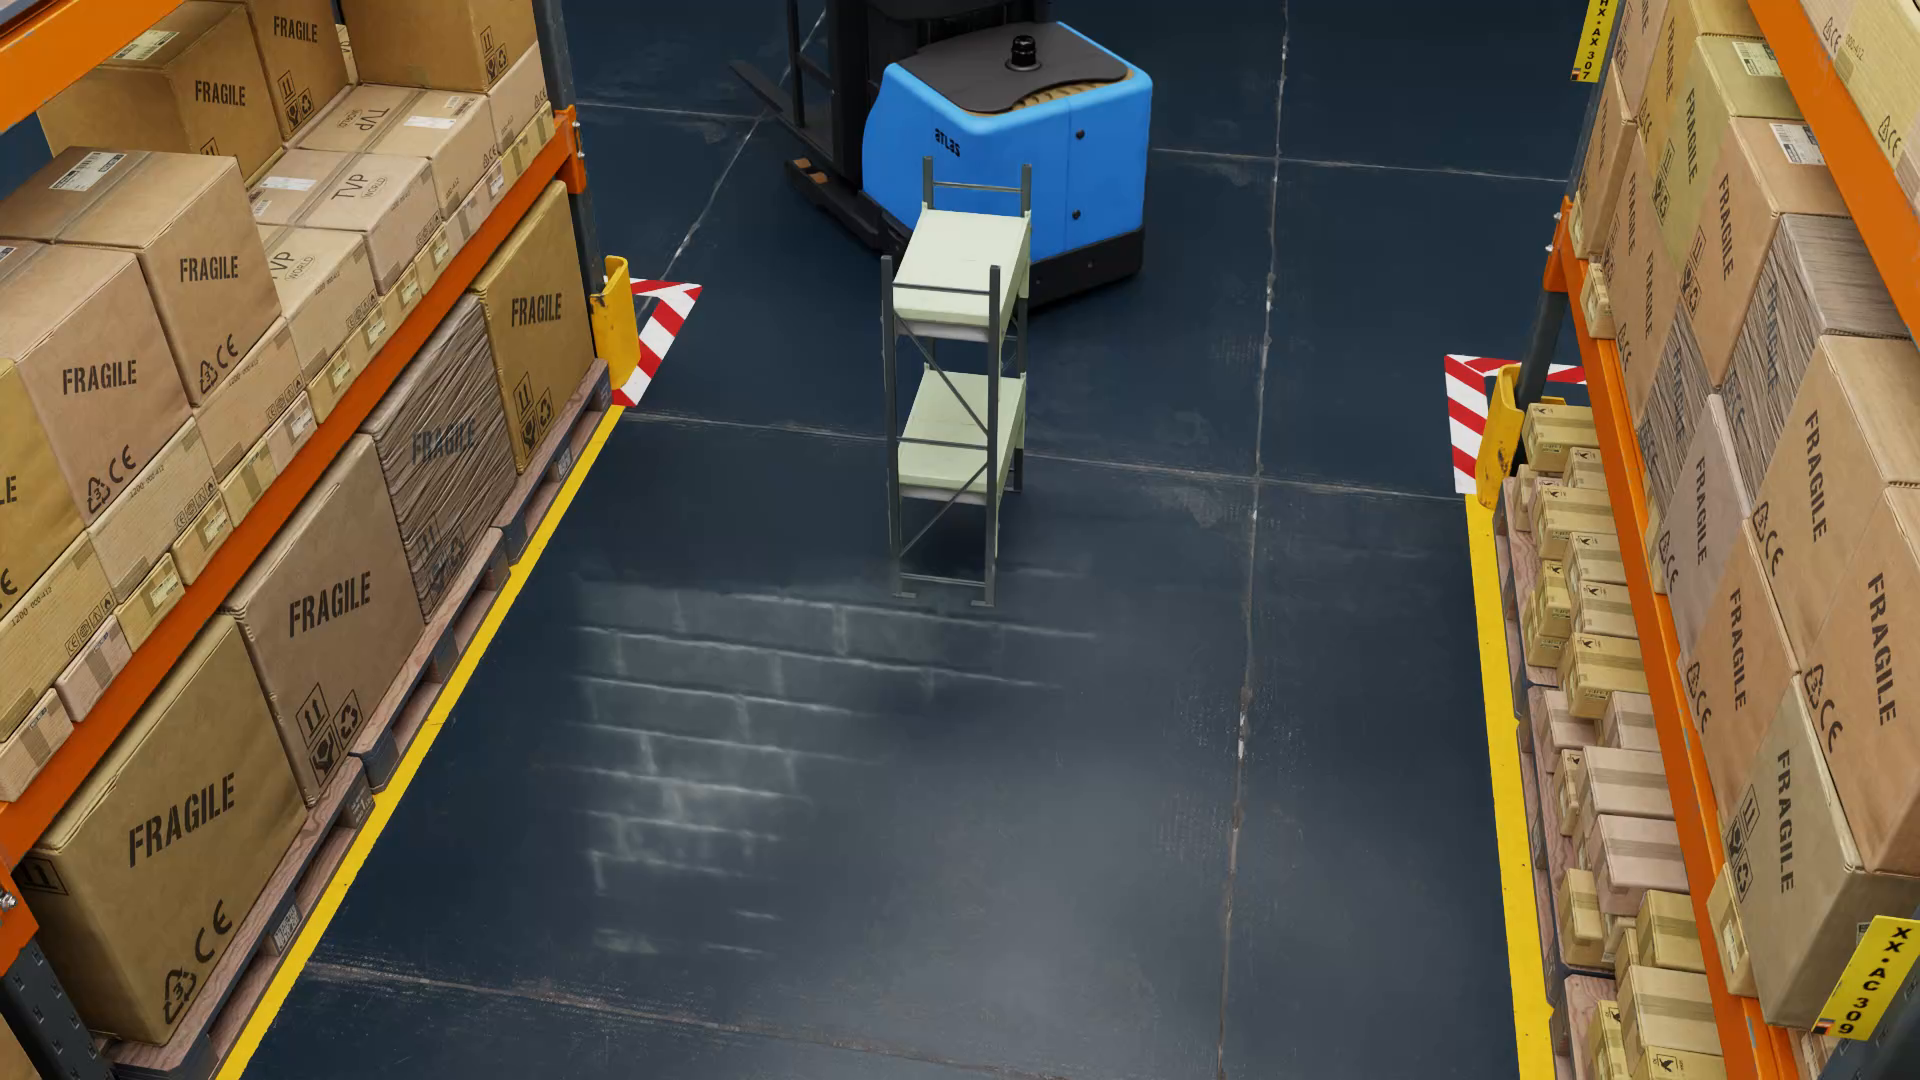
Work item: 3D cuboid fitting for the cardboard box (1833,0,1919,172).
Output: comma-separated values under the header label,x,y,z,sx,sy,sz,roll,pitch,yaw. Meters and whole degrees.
label,x,y,z,sx,sy,sz,roll,pitch,yaw
cardboard box,2.086,-0.933,3.288,0.500,0.250,0.500,6,40,7

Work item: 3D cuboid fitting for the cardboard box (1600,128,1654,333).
label,x,y,z,sx,sy,sz,roll,pitch,yaw
cardboard box,2.357,-0.939,5.220,0.500,0.500,0.500,6,40,8

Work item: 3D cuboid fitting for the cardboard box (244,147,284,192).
label,x,y,z,sx,sy,sz,roll,pitch,yaw
cardboard box,-2.616,-1.130,5.647,0.500,0.250,0.500,5,40,6

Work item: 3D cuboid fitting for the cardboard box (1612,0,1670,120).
label,x,y,z,sx,sy,sz,roll,pitch,yaw
cardboard box,2.435,-1.662,5.310,0.500,0.500,0.500,6,40,7

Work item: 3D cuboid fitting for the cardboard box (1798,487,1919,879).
label,x,y,z,sx,sy,sz,roll,pitch,yaw
cardboard box,1.897,0.271,2.972,0.500,0.500,0.500,5,40,6

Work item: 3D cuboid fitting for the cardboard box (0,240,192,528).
label,x,y,z,sx,sy,sz,roll,pitch,yaw
cardboard box,-2.358,-0.403,4.179,0.500,0.500,0.500,6,40,8

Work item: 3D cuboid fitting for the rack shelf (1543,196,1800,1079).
label,x,y,z,sx,sy,sz,roll,pitch,yaw
rack shelf,2.428,0.156,4.771,1.077,0.370,4.000,6,40,8

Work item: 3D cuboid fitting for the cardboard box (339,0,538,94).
label,x,y,z,sx,sy,sz,roll,pitch,yaw
cardboard box,-1.919,-1.998,6.108,0.500,0.500,0.500,7,40,8

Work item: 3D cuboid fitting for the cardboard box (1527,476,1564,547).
label,x,y,z,sx,sy,sz,roll,pitch,yaw
cardboard box,2.328,-0.088,6.176,0.380,0.149,0.250,6,40,7

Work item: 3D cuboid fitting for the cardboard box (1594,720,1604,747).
label,x,y,z,sx,sy,sz,roll,pitch,yaw
cardboard box,2.263,0.576,5.373,0.380,0.149,0.250,8,40,10

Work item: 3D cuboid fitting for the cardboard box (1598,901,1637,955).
label,x,y,z,sx,sy,sz,roll,pitch,yaw
cardboard box,2.052,1.074,4.772,0.380,0.149,0.250,7,40,9

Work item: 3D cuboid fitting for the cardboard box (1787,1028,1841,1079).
label,x,y,z,sx,sy,sz,roll,pitch,yaw
cardboard box,1.901,1.026,3.352,0.380,0.149,0.250,6,40,7

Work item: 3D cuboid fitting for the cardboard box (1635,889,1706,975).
label,x,y,z,sx,sy,sz,roll,pitch,yaw
cardboard box,2.050,1.114,4.490,0.380,0.149,0.250,8,40,9

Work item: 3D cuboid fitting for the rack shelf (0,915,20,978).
label,x,y,z,sx,sy,sz,roll,pitch,yaw
rack shelf,-3.132,2.056,2.473,1.077,0.370,4.000,6,40,8

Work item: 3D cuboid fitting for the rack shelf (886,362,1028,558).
label,x,y,z,sx,sy,sz,roll,pitch,yaw
rack shelf,-0.001,-0.323,6.475,0.431,0.370,0.720,6,40,8

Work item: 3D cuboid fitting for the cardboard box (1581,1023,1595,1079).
label,x,y,z,sx,sy,sz,roll,pitch,yaw
cardboard box,1.924,1.461,4.537,0.380,0.149,0.250,5,40,6

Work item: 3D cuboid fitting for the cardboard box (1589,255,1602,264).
label,x,y,z,sx,sy,sz,roll,pitch,yaw
cardboard box,2.392,-0.948,5.740,0.380,0.149,0.250,8,40,9

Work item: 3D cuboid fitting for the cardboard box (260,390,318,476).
label,x,y,z,sx,sy,sz,roll,pitch,yaw
cardboard box,-2.183,-0.342,5.006,0.380,0.149,0.250,7,40,8

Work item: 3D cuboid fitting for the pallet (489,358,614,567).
label,x,y,z,sx,sy,sz,roll,pitch,yaw
pallet,-2.155,-0.401,7.070,1.003,0.211,1.213,6,40,8

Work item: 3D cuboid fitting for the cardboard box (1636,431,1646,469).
label,x,y,z,sx,sy,sz,roll,pitch,yaw
cardboard box,2.241,-0.288,4.941,0.380,0.149,0.250,6,40,7

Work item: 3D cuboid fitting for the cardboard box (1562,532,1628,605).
label,x,y,z,sx,sy,sz,roll,pitch,yaw
cardboard box,2.289,0.118,5.694,0.380,0.149,0.250,5,40,5

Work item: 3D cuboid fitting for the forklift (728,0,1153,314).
label,x,y,z,sx,sy,sz,roll,pitch,yaw
forklift,-0.291,-3.074,8.167,1.130,2.935,3.031,-21,44,-24

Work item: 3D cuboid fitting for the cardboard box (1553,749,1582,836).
label,x,y,z,sx,sy,sz,roll,pitch,yaw
cardboard box,2.114,0.827,5.304,0.380,0.149,0.250,6,40,8

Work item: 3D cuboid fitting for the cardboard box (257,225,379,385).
label,x,y,z,sx,sy,sz,roll,pitch,yaw
cardboard box,-2.178,-0.745,5.181,0.500,0.250,0.500,6,40,8

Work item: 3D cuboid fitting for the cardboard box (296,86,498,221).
label,x,y,z,sx,sy,sz,roll,pitch,yaw
cardboard box,-2.004,-1.392,5.963,0.500,0.250,0.500,6,40,7

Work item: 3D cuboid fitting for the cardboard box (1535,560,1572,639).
label,x,y,z,sx,sy,sz,roll,pitch,yaw
cardboard box,2.221,0.225,5.799,0.380,0.149,0.250,8,40,9

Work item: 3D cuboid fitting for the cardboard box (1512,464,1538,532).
label,x,y,z,sx,sy,sz,roll,pitch,yaw
cardboard box,2.368,-0.146,6.480,0.380,0.149,0.250,7,40,9

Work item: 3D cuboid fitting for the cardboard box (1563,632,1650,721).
label,x,y,z,sx,sy,sz,roll,pitch,yaw
cardboard box,2.141,0.451,5.291,0.380,0.149,0.250,7,40,8

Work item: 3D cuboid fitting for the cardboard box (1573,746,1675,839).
label,x,y,z,sx,sy,sz,roll,pitch,yaw
cardboard box,2.041,0.763,4.914,0.380,0.149,0.250,5,40,6

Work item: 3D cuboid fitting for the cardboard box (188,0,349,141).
label,x,y,z,sx,sy,sz,roll,pitch,yaw
cardboard box,-2.529,-1.747,5.805,0.500,0.500,0.500,5,40,7

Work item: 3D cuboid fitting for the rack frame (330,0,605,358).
label,x,y,z,sx,sy,sz,roll,pitch,yaw
rack frame,-2.093,-1.986,6.799,1.000,3.000,0.127,6,40,8

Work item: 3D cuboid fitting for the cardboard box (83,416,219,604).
label,x,y,z,sx,sy,sz,roll,pitch,yaw
cardboard box,-2.355,-0.111,4.414,0.500,0.250,0.500,6,40,7

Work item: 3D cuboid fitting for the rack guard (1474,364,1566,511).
label,x,y,z,sx,sy,sz,roll,pitch,yaw
rack guard,2.761,-0.365,6.799,1.175,0.500,0.348,6,40,8

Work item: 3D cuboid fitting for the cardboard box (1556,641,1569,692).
label,x,y,z,sx,sy,sz,roll,pitch,yaw
cardboard box,2.265,0.503,5.695,0.380,0.149,0.250,6,40,8

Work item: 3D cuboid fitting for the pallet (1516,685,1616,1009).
label,x,y,z,sx,sy,sz,roll,pitch,yaw
pallet,2.372,1.016,5.356,1.003,0.211,1.213,6,40,8

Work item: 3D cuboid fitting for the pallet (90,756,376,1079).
label,x,y,z,sx,sy,sz,roll,pitch,yaw
pallet,-2.577,1.130,5.218,1.003,0.211,1.213,6,40,8

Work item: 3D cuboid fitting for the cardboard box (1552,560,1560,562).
label,x,y,z,sx,sy,sz,roll,pitch,yaw
cardboard box,2.367,0.184,6.081,0.380,0.149,0.250,7,40,8

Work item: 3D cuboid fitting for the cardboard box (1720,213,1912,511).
label,x,y,z,sx,sy,sz,roll,pitch,yaw
cardboard box,2.084,-0.374,3.751,0.500,0.500,0.500,7,40,9

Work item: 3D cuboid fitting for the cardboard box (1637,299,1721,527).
label,x,y,z,sx,sy,sz,roll,pitch,yaw
cardboard box,2.177,-0.313,4.462,0.500,0.500,0.500,5,40,7

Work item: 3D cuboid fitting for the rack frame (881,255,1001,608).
label,x,y,z,sx,sy,sz,roll,pitch,yaw
rack frame,-0.064,-0.344,5.989,0.400,1.500,0.023,6,40,8

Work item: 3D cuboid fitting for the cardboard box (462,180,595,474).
label,x,y,z,sx,sy,sz,roll,pitch,yaw
cardboard box,-2.125,-0.919,6.845,0.875,0.875,0.875,6,40,8

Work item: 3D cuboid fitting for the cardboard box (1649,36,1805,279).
label,x,y,z,sx,sy,sz,roll,pitch,yaw
cardboard box,2.242,-1.021,4.534,0.500,0.500,0.500,6,40,7

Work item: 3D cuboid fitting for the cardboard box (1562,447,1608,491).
label,x,y,z,sx,sy,sz,roll,pitch,yaw
cardboard box,2.420,-0.191,6.068,0.380,0.149,0.250,7,40,8

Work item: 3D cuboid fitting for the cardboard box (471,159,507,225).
label,x,y,z,sx,sy,sz,roll,pitch,yaw
cardboard box,-1.919,-1.308,6.176,0.380,0.149,0.250,6,40,8

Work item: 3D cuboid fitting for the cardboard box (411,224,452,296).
label,x,y,z,sx,sy,sz,roll,pitch,yaw
cardboard box,-2.006,-0.989,5.789,0.380,0.149,0.250,6,40,7

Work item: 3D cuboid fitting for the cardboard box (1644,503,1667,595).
label,x,y,z,sx,sy,sz,roll,pitch,yaw
cardboard box,2.101,0.037,4.549,0.380,0.149,0.250,7,40,9

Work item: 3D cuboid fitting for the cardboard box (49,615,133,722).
label,x,y,z,sx,sy,sz,roll,pitch,yaw
cardboard box,-2.361,0.307,4.222,0.380,0.149,0.250,5,40,6

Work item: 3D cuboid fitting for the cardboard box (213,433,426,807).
label,x,y,z,sx,sy,sz,roll,pitch,yaw
cardboard box,-2.437,0.211,5.479,0.875,0.875,0.875,6,40,8

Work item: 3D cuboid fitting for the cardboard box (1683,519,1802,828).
label,x,y,z,sx,sy,sz,roll,pitch,yaw
cardboard box,1.978,0.321,3.696,0.500,0.500,0.500,5,40,6

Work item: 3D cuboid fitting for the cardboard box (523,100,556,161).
label,x,y,z,sx,sy,sz,roll,pitch,yaw
cardboard box,-1.831,-1.630,6.564,0.380,0.149,0.250,7,40,9

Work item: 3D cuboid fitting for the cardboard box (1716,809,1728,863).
label,x,y,z,sx,sy,sz,roll,pitch,yaw
cardboard box,1.943,0.691,3.757,0.380,0.149,0.250,8,40,9

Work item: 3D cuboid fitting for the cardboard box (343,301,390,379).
label,x,y,z,sx,sy,sz,roll,pitch,yaw
cardboard box,-2.096,-0.671,5.404,0.380,0.149,0.250,7,40,9

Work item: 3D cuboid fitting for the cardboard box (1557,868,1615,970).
label,x,y,z,sx,sy,sz,roll,pitch,yaw
cardboard box,1.993,1.138,4.927,0.380,0.149,0.250,6,40,8

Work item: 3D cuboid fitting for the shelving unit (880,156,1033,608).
label,x,y,z,sx,sy,sz,roll,pitch,yaw
shelving unit,-0.001,-0.574,6.267,0.431,1.500,0.755,6,40,8

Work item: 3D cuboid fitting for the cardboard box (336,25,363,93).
label,x,y,z,sx,sy,sz,roll,pitch,yaw
cardboard box,-2.442,-1.772,6.423,0.500,0.250,0.500,5,40,6

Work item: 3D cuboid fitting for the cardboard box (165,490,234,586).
label,x,y,z,sx,sy,sz,roll,pitch,yaw
cardboard box,-2.273,-0.024,4.622,0.380,0.149,0.250,5,40,6

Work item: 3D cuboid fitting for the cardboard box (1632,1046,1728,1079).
label,x,y,z,sx,sy,sz,roll,pitch,yaw
cardboard box,1.892,1.425,4.113,0.380,0.149,0.250,7,40,8

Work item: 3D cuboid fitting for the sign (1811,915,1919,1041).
label,x,y,z,sx,sy,sz,roll,pitch,yaw
sign,1.546,0.746,2.815,0.100,0.325,0.005,6,40,8

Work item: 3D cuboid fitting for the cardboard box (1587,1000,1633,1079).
label,x,y,z,sx,sy,sz,roll,pitch,yaw
cardboard box,1.887,1.382,4.398,0.380,0.149,0.250,5,40,6
